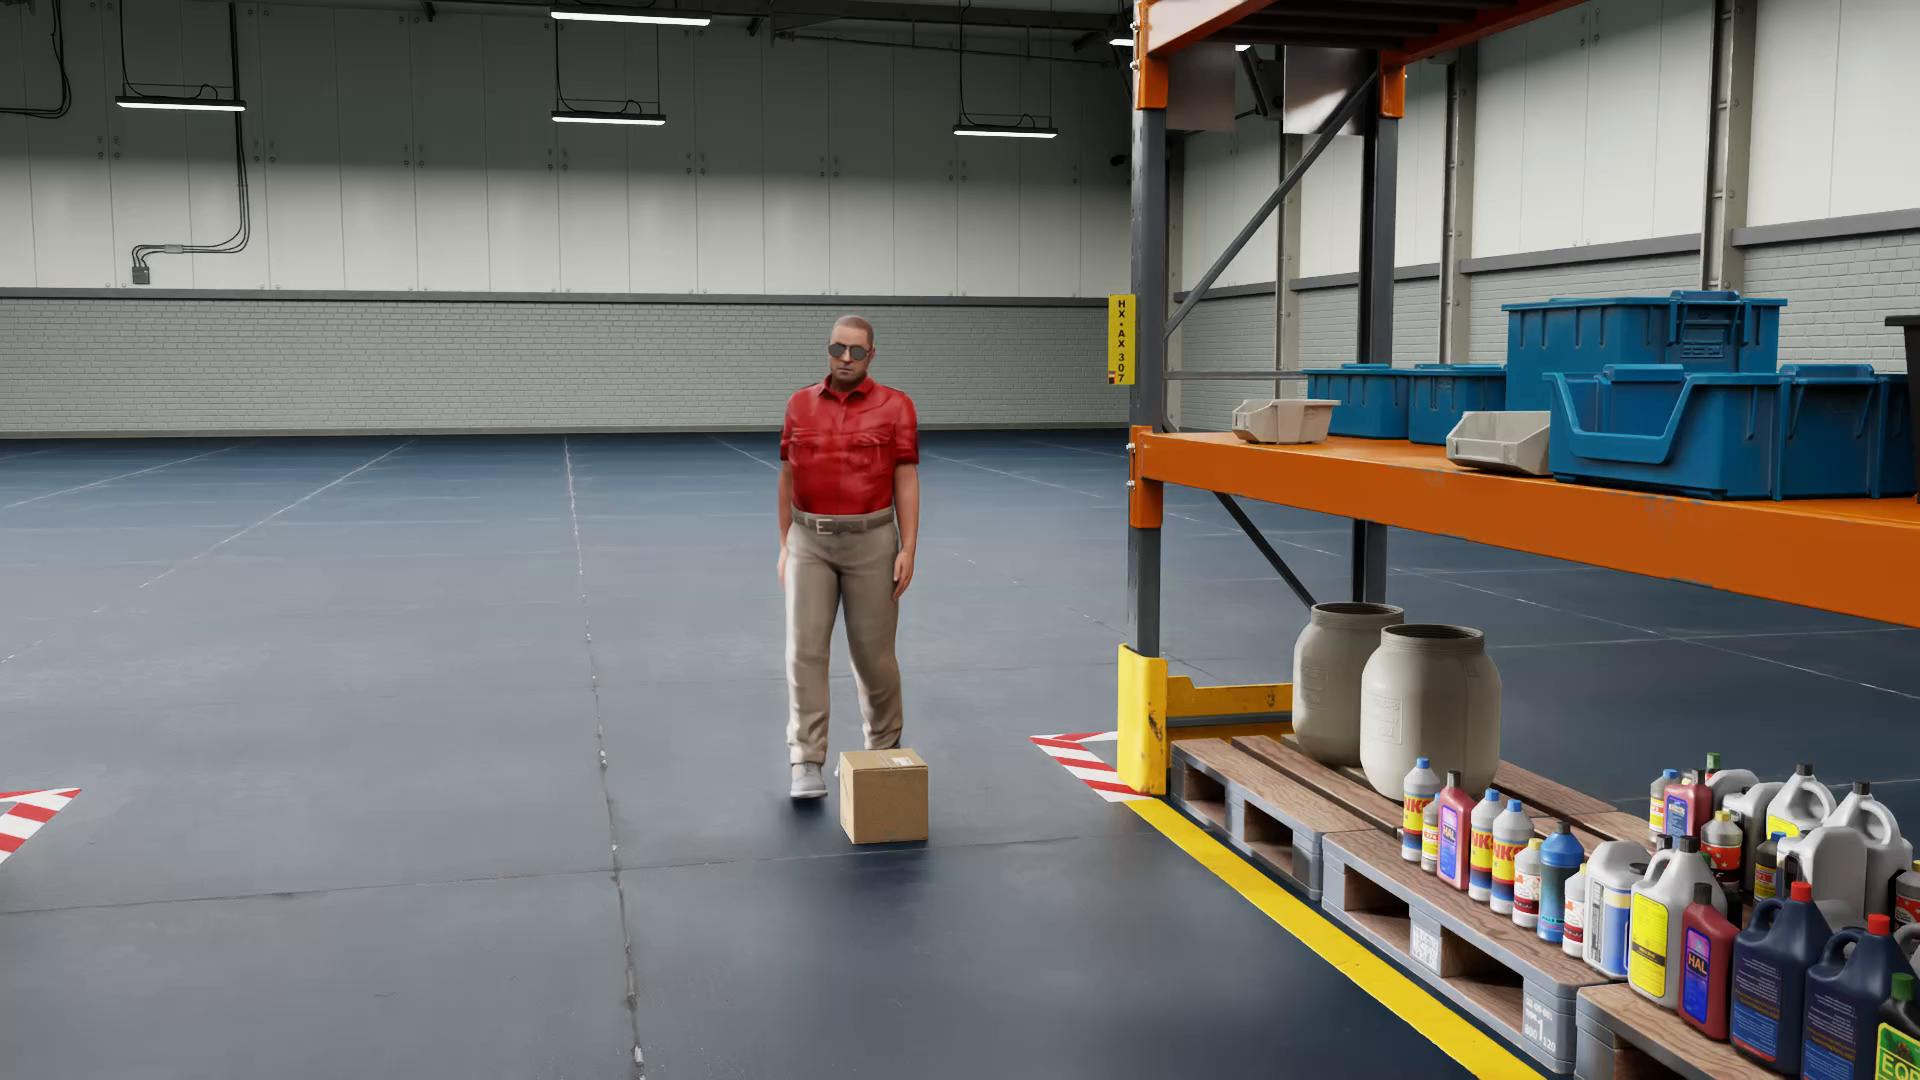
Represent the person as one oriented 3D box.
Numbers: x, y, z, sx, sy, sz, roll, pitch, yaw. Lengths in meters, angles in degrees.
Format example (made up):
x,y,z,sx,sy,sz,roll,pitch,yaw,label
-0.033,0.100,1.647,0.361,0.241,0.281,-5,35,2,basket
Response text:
x,y,z,sx,sy,sz,roll,pitch,yaw,label
-0.428,0.054,6.012,0.547,1.729,0.644,1,6,9,person
